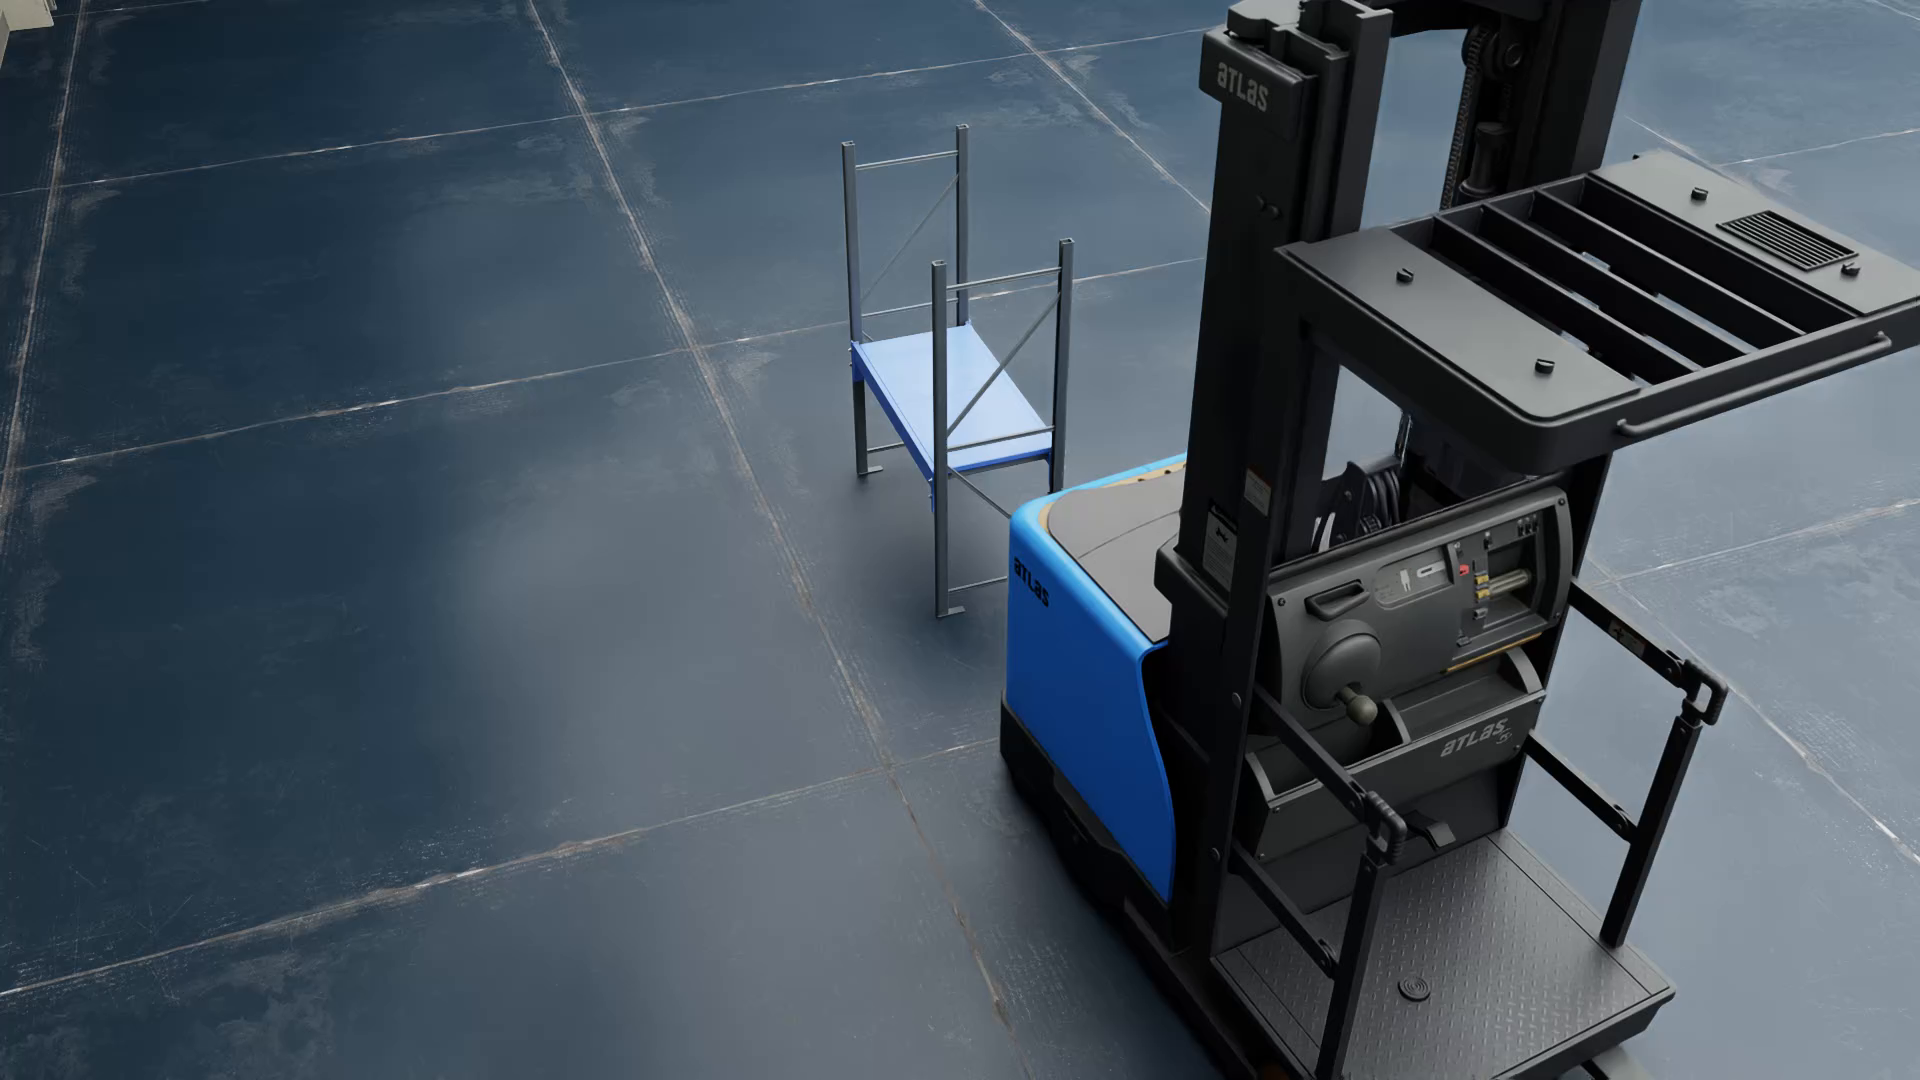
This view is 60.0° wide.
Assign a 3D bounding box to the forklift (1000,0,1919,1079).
[{"bbox_3d":[1.263,0.235,4.002,1.130,2.935,3.031,-17,40,-22],"label":"forklift"}]

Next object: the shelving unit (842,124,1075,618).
[{"bbox_3d":[-0.029,-0.647,6.363,0.538,1.500,1.048,-12,39,-16],"label":"shelving unit"}]

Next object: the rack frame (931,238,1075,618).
[{"bbox_3d":[0.146,-0.360,5.981,0.500,1.500,0.032,-12,39,-16],"label":"rack frame"}]

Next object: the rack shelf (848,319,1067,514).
[{"bbox_3d":[-0.029,-0.504,6.471,0.538,0.185,1.000,-12,39,-16],"label":"rack shelf"}]

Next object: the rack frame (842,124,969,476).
[{"bbox_3d":[-0.204,-0.934,6.744,0.500,1.500,0.032,-12,39,-16],"label":"rack frame"}]
